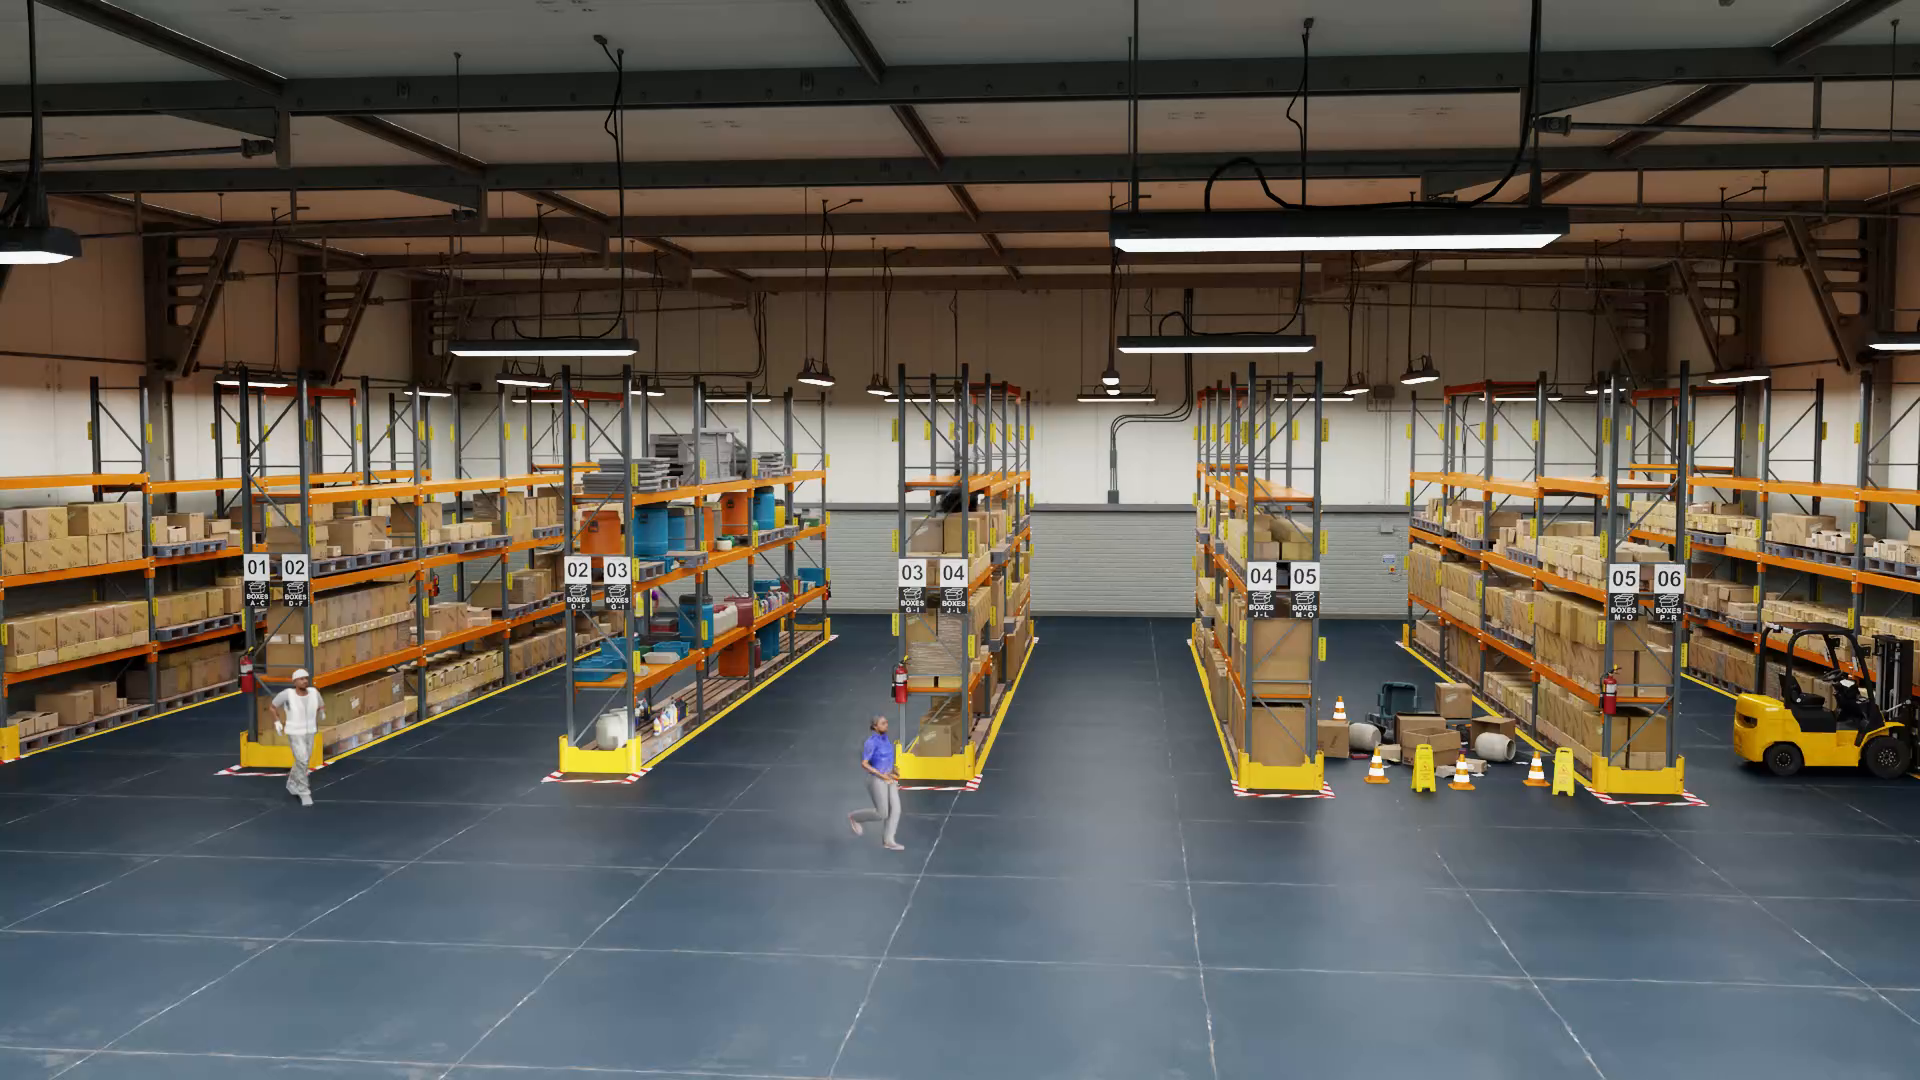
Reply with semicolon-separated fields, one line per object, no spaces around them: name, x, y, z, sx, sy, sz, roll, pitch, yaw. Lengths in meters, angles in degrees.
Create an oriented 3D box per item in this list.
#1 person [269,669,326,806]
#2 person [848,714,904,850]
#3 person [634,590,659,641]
person;-8.967;2.662;22.640;0.810;1.833;0.662;3;5;35
person;-0.979;2.907;20.060;0.737;1.619;0.577;2;4;29
person;-7.084;1.725;37.040;0.680;1.778;0.917;0;4;-2
